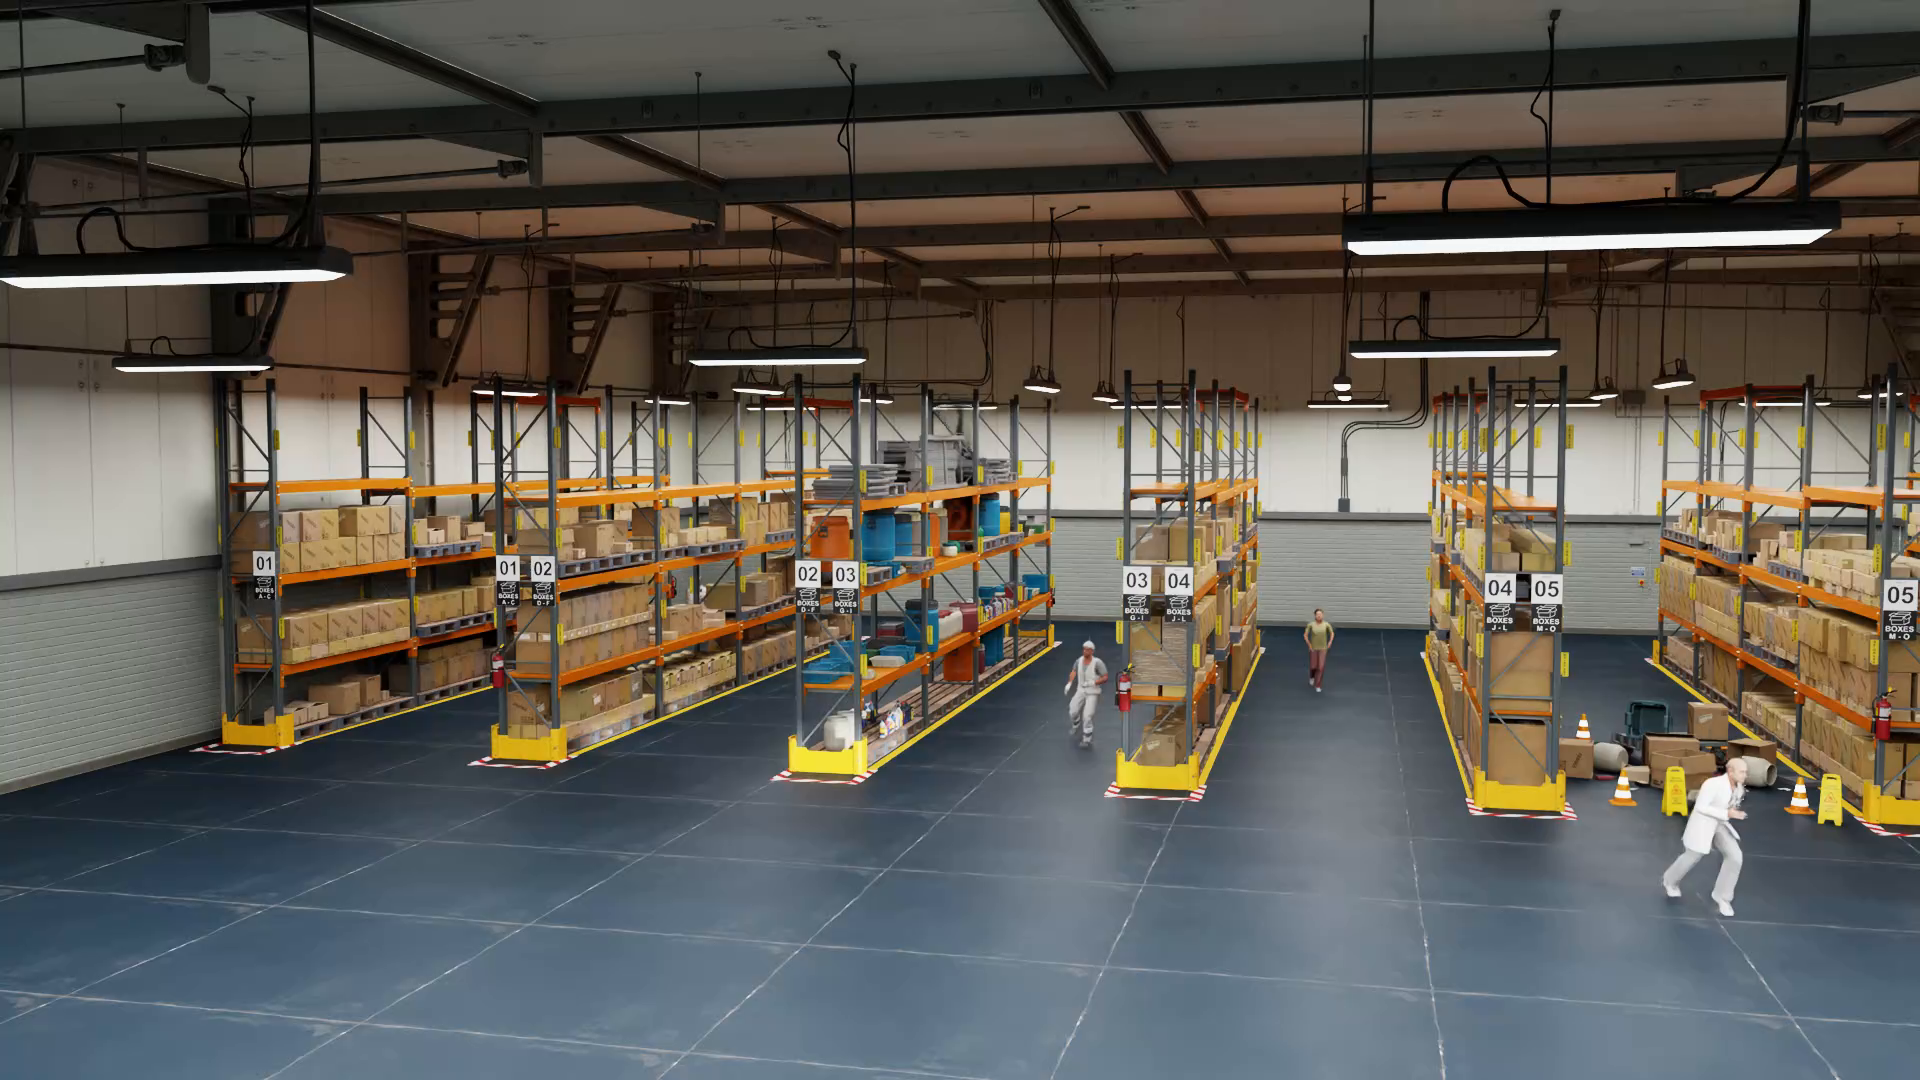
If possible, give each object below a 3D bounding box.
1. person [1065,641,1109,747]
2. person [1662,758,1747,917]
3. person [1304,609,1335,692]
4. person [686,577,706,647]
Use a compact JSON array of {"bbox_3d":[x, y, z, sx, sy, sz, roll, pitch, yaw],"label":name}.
[{"bbox_3d":[2.056,2.518,27.219,0.795,1.737,0.527,1,4,23],"label":"person"},{"bbox_3d":[7.984,3.128,17.771,0.753,1.736,1.072,-2,4,-26],"label":"person"},{"bbox_3d":[7.195,2.192,33.314,0.600,1.647,0.605,0,3,7],"label":"person"},{"bbox_3d":[-6.432,1.730,40.685,0.584,1.722,0.802,0,3,0],"label":"person"}]
